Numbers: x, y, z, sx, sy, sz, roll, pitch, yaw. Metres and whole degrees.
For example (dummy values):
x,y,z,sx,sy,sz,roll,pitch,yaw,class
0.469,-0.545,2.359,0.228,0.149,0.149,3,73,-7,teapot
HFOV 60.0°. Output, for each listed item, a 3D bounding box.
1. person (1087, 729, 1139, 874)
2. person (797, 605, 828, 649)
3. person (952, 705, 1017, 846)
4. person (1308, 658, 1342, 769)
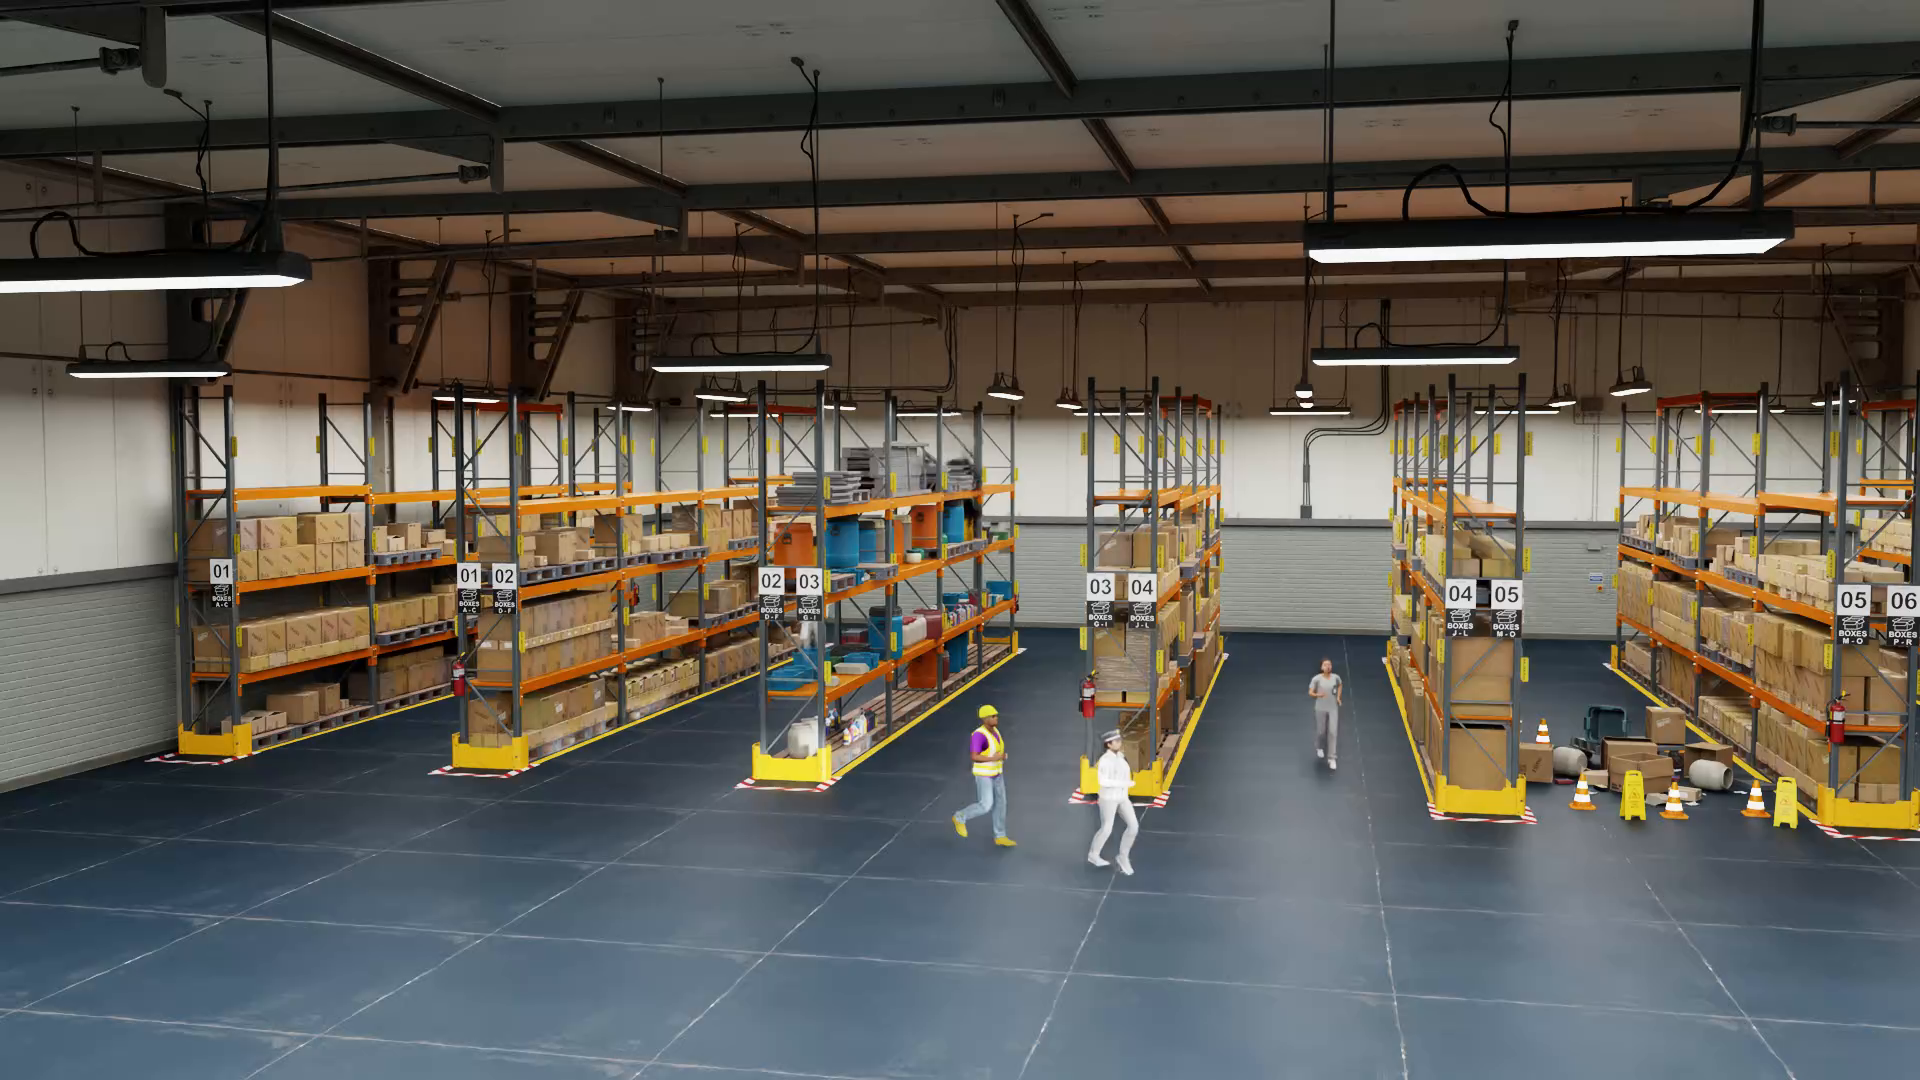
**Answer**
x,y,z,sx,sy,sz,roll,pitch,yaw,class
1.809,3.073,19.529,0.726,1.740,0.590,3,4,43,person
-3.060,1.931,34.479,0.681,1.770,0.847,0,3,3,person
0.317,2.942,20.884,0.882,1.747,0.704,2,4,31,person
5.747,2.681,26.104,0.565,1.674,0.950,0,3,2,person
